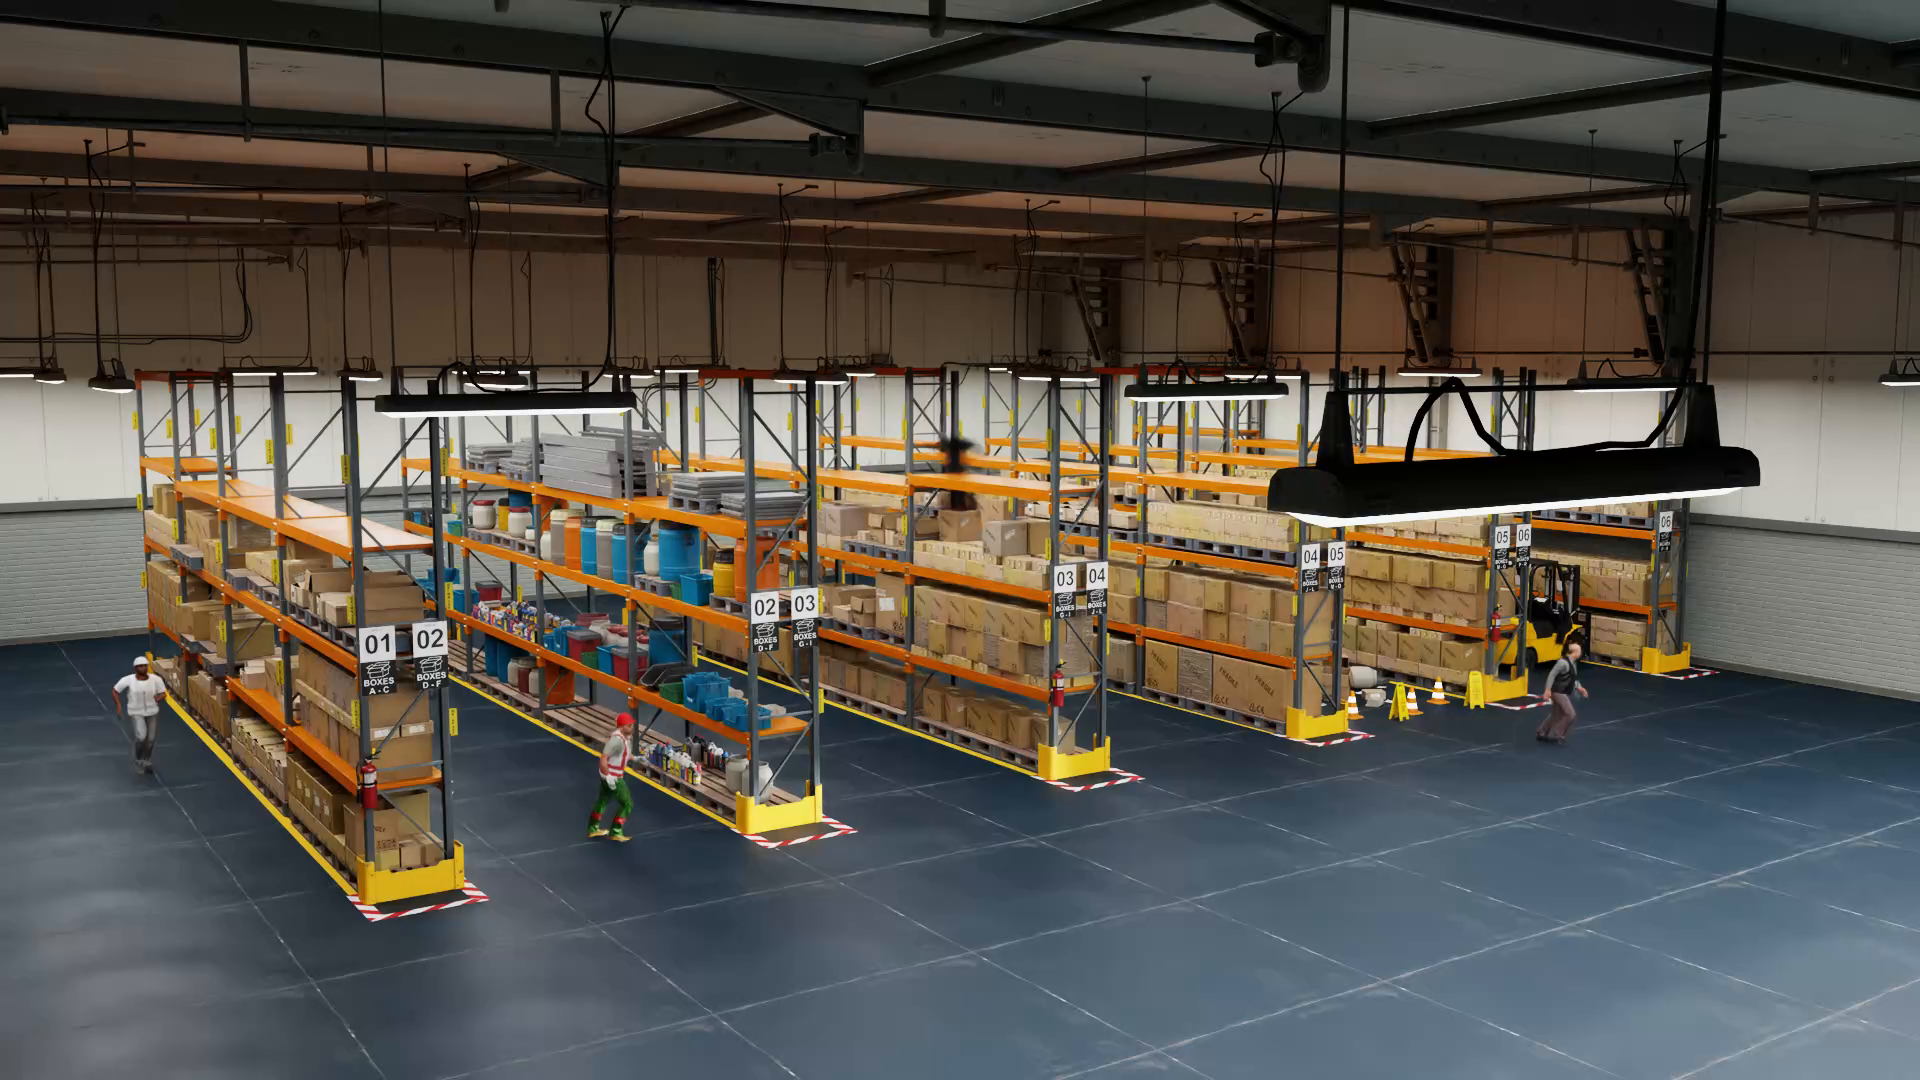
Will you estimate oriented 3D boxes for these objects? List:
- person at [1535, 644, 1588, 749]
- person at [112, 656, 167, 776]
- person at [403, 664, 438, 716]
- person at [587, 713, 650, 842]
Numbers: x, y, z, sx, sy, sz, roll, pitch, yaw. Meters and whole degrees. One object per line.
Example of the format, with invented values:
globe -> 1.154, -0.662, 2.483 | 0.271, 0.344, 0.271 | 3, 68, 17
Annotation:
person -> 9.698, 2.484, 26.857 | 0.760, 1.668, 0.643 | 5, 8, 36
person -> -12.283, 2.640, 25.000 | 0.694, 1.789, 0.721 | -6, 9, -41
person -> -9.242, 2.294, 28.547 | 0.827, 1.654, 0.724 | 6, 9, 44
person -> -4.439, 3.069, 21.573 | 0.826, 1.726, 0.658 | -2, 7, -13
